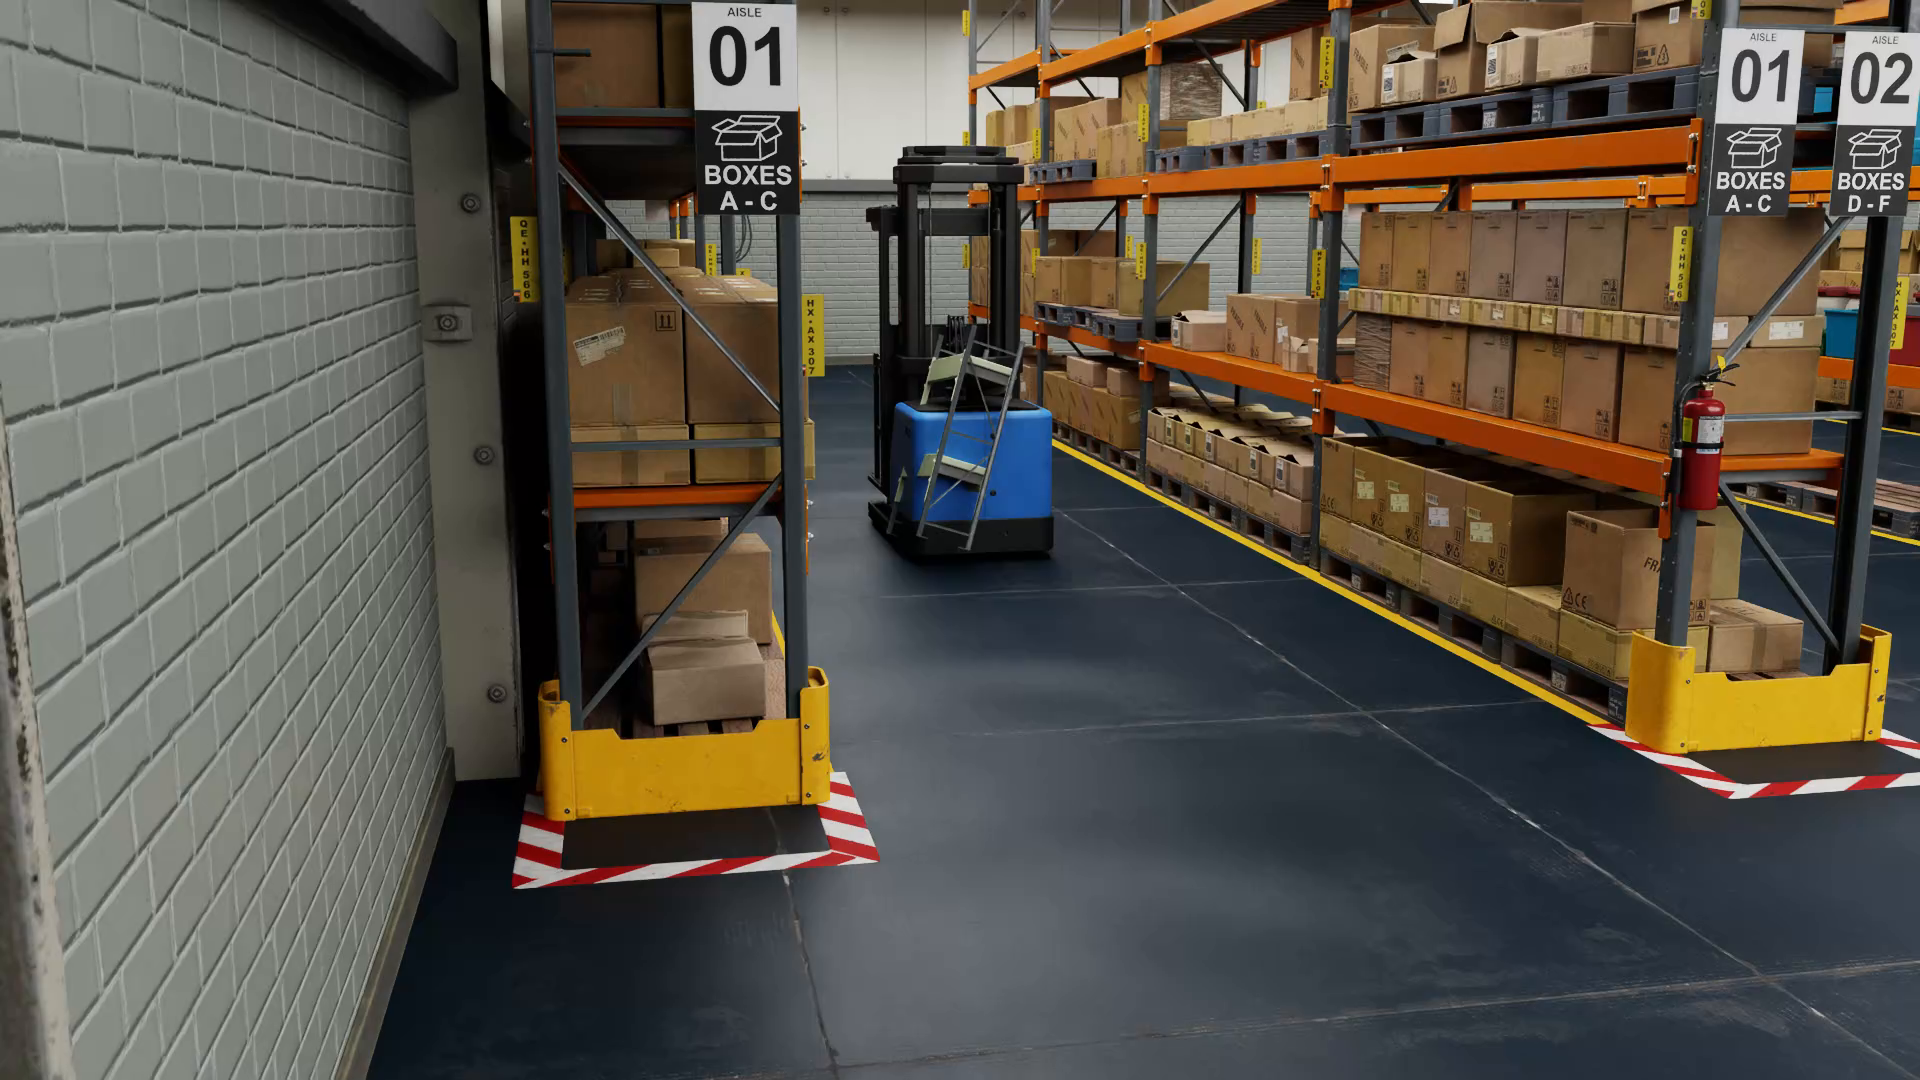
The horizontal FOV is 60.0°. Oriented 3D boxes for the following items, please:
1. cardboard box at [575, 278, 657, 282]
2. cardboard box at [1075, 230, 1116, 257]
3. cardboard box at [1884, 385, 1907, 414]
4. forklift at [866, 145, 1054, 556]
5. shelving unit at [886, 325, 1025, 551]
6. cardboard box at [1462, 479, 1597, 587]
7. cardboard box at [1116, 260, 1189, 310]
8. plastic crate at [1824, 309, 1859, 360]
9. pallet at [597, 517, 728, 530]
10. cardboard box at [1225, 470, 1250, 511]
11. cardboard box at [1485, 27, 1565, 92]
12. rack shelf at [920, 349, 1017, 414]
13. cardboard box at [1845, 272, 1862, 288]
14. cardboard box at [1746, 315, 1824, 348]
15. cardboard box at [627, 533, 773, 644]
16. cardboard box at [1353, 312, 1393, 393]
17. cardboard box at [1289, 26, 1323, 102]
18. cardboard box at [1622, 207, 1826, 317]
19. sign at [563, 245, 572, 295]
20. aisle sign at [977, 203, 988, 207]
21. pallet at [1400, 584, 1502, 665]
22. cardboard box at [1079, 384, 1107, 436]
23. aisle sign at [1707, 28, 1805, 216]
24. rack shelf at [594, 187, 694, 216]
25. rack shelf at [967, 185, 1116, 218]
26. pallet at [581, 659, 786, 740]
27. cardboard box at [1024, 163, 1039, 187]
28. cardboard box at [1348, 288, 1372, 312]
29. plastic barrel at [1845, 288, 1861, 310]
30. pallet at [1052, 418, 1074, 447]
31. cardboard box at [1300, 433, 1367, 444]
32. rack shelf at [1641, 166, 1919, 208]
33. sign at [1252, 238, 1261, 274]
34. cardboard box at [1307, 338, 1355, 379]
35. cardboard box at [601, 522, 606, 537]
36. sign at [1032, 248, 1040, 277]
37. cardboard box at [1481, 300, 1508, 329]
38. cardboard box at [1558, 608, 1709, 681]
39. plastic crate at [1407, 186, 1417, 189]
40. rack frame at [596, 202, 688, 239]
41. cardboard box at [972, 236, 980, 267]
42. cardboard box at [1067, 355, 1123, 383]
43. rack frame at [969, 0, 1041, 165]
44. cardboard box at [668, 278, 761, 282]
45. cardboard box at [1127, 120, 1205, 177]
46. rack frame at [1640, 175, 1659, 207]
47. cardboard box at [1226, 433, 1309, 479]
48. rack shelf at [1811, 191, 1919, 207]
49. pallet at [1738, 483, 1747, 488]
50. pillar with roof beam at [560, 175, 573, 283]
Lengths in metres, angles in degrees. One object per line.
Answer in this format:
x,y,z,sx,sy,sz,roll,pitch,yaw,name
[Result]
-1.921,-1.223,9.440,0.500,0.500,0.500,-2,11,-11,cardboard box
1.582,-3.392,19.554,0.500,0.500,0.500,-2,11,-10,cardboard box
11.434,-1.997,19.724,1.225,0.875,0.875,-3,11,-13,cardboard box
-0.127,-1.555,13.028,1.130,2.935,3.031,-2,11,-11,forklift
-0.042,-0.709,11.767,0.431,1.500,0.755,16,-4,-19,shelving unit
3.127,-0.049,9.154,0.500,0.500,0.500,-2,11,-11,cardboard box
1.952,-2.563,16.749,0.700,0.500,0.500,0,11,0,cardboard box
7.293,-1.650,13.388,0.392,0.384,0.575,-2,11,-11,plastic crate
-2.298,-0.104,12.679,1.003,0.211,1.213,-2,11,-11,pallet
2.392,-0.396,12.983,0.500,0.250,0.500,-2,11,-10,cardboard box
3.141,-2.563,8.857,0.500,0.311,0.500,-1,11,-4,cardboard box
0.057,-1.086,11.790,0.431,0.370,0.720,16,-4,-19,rack shelf
11.058,-2.978,20.054,0.500,0.500,0.500,-2,11,-11,cardboard box
3.867,-1.002,7.935,0.380,0.149,0.250,-2,11,-11,cardboard box
-1.378,0.267,8.778,0.700,0.500,0.500,-3,11,-15,cardboard box
3.046,-1.256,11.005,0.700,0.500,0.500,-2,11,-12,cardboard box
2.739,-3.481,12.211,0.500,0.500,0.500,-1,11,-6,cardboard box
3.643,-1.336,7.959,0.700,0.500,0.500,-2,11,-11,cardboard box
-2.448,-1.655,10.273,0.100,0.325,0.005,-2,11,-11,sign
0.318,-4.768,22.770,0.394,0.787,0.004,-2,11,-11,aisle sign
3.308,0.454,9.749,1.003,0.211,1.213,-2,11,-11,pallet
1.555,-1.364,17.347,0.500,0.500,0.500,-3,11,-13,cardboard box
3.456,-1.809,7.223,0.394,0.787,0.004,-2,11,-11,aisle sign
-3.072,-3.328,16.059,1.077,0.370,4.000,-2,11,-11,rack shelf
1.009,-4.242,20.863,1.077,0.370,4.000,-2,11,-11,rack shelf
-1.265,0.832,7.759,1.003,0.211,1.213,-2,11,-11,pallet
1.042,-4.234,19.300,0.500,0.250,0.500,-2,11,-11,cardboard box
2.816,-1.599,11.074,0.380,0.149,0.250,-2,11,-11,cardboard box
7.699,-1.852,14.041,0.433,0.535,0.433,0,11,0,plastic barrel
1.593,-1.237,18.633,1.003,0.211,1.213,-2,11,-11,pallet
2.924,-0.691,13.033,0.500,0.311,0.500,-2,11,-13,cardboard box
7.424,-2.954,14.097,1.077,0.370,4.000,-2,11,-11,rack shelf
2.719,-2.611,15.296,0.100,0.325,0.005,-2,11,-11,sign
2.815,-1.303,11.920,0.500,0.250,0.500,-1,11,-7,cardboard box
-2.214,-0.323,11.877,0.700,0.500,0.500,-2,11,-12,cardboard box
0.867,-3.159,18.957,0.100,0.325,0.005,-2,11,-11,sign
3.167,-1.270,9.342,0.380,0.149,0.250,-2,11,-12,cardboard box
3.337,0.503,8.264,0.500,0.250,0.500,-2,11,-11,cardboard box
5.767,-4.481,20.643,0.416,0.233,0.300,-2,11,-11,plastic crate
-3.461,-2.574,18.199,1.000,3.000,0.127,-2,11,-11,rack frame
0.447,-3.938,22.423,0.500,0.500,0.500,-2,11,-9,cardboard box
1.447,-1.831,17.795,0.500,0.250,0.500,-2,11,-11,cardboard box
0.620,-6.436,22.443,1.000,3.000,0.127,-2,11,-11,rack frame
-1.407,-1.245,9.556,0.500,0.500,0.500,-2,11,-11,cardboard box
2.058,-3.623,15.419,0.910,0.500,0.500,-2,11,-11,cardboard box
7.035,-2.201,16.238,1.000,3.000,0.127,-2,11,-11,rack frame
2.392,-0.670,12.923,0.500,0.311,0.500,-2,11,-11,cardboard box
11.505,-3.868,18.898,1.077,0.370,4.000,-2,11,-11,rack shelf
7.148,-0.688,15.744,1.003,0.211,1.213,-2,11,-11,pallet
-0.223,-5.775,18.970,9.100,9.000,0.400,-2,11,-11,pillar with roof beam
